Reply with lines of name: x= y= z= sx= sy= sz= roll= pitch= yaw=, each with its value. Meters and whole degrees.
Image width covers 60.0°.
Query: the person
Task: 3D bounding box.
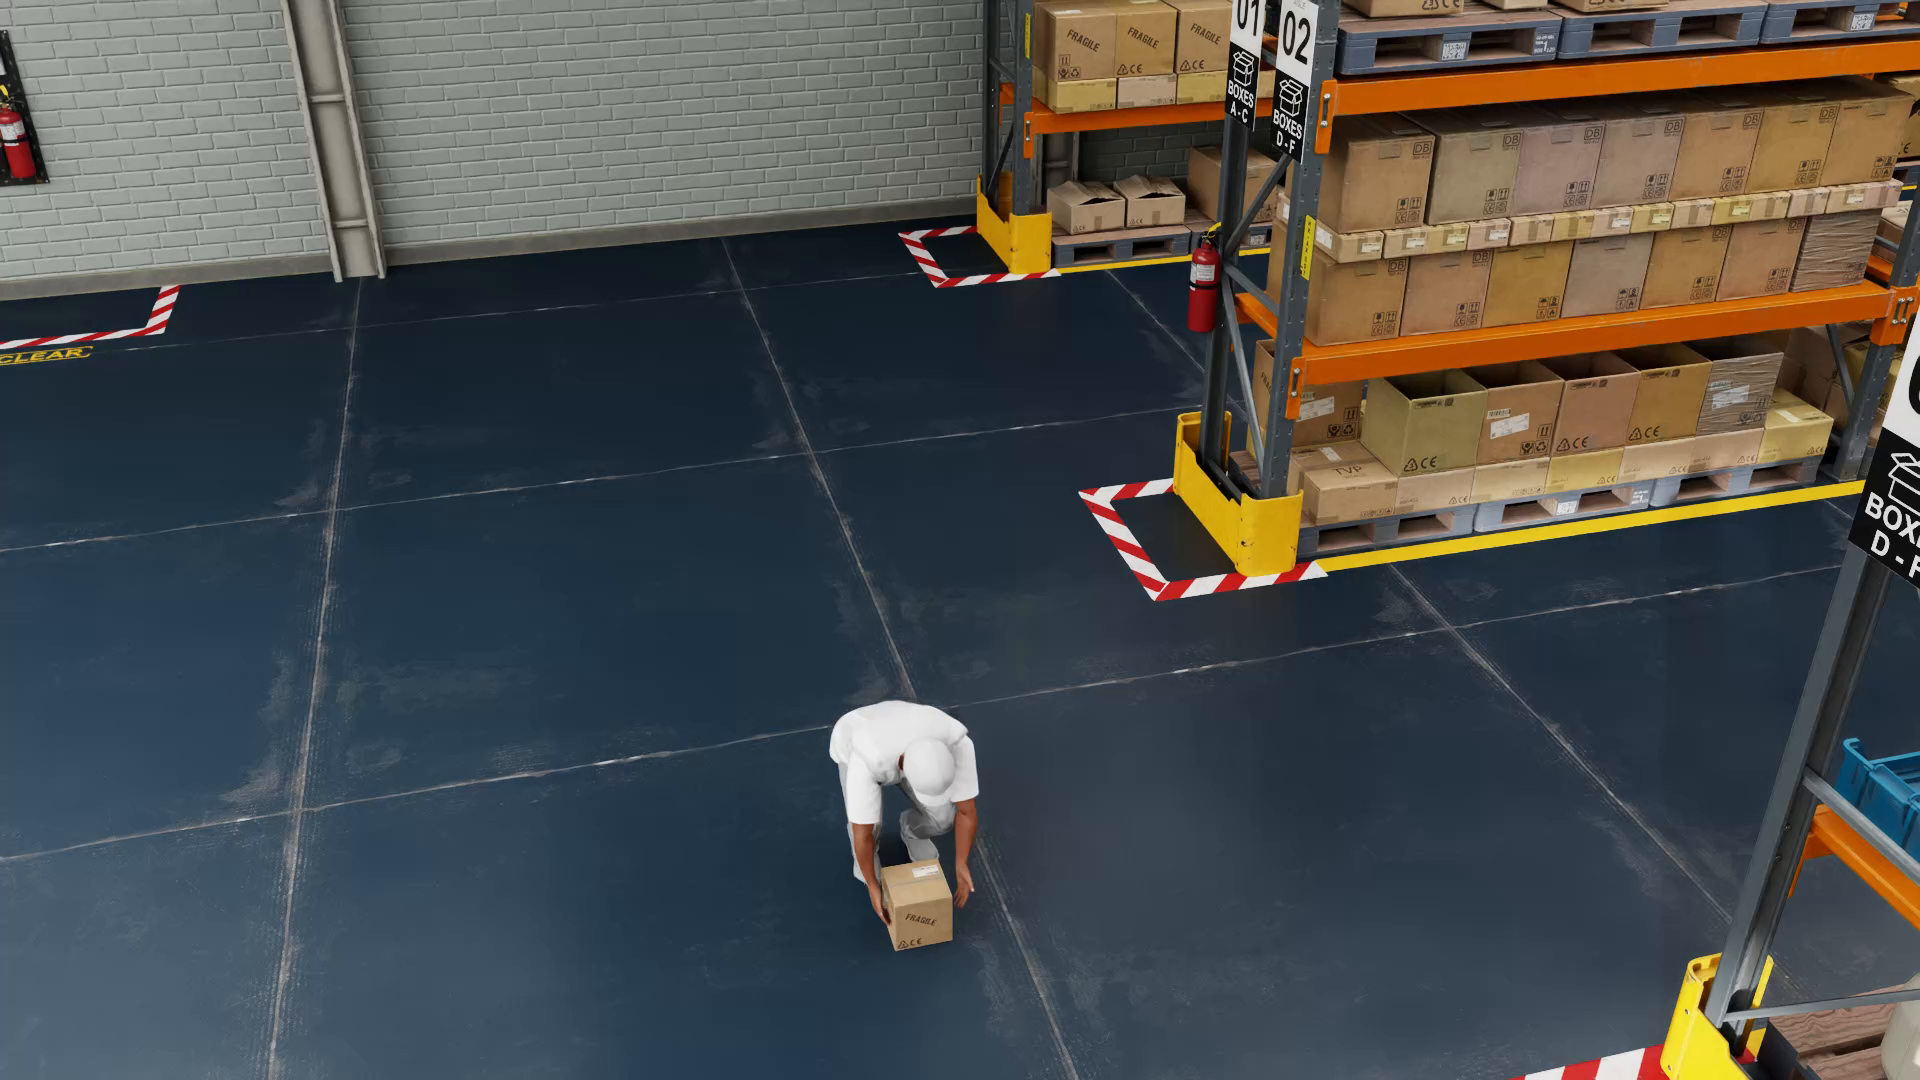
person: x=-0.237 y=1.083 z=7.192 sx=0.569 sy=0.926 sz=0.897 roll=-8 pitch=31 yaw=-13
